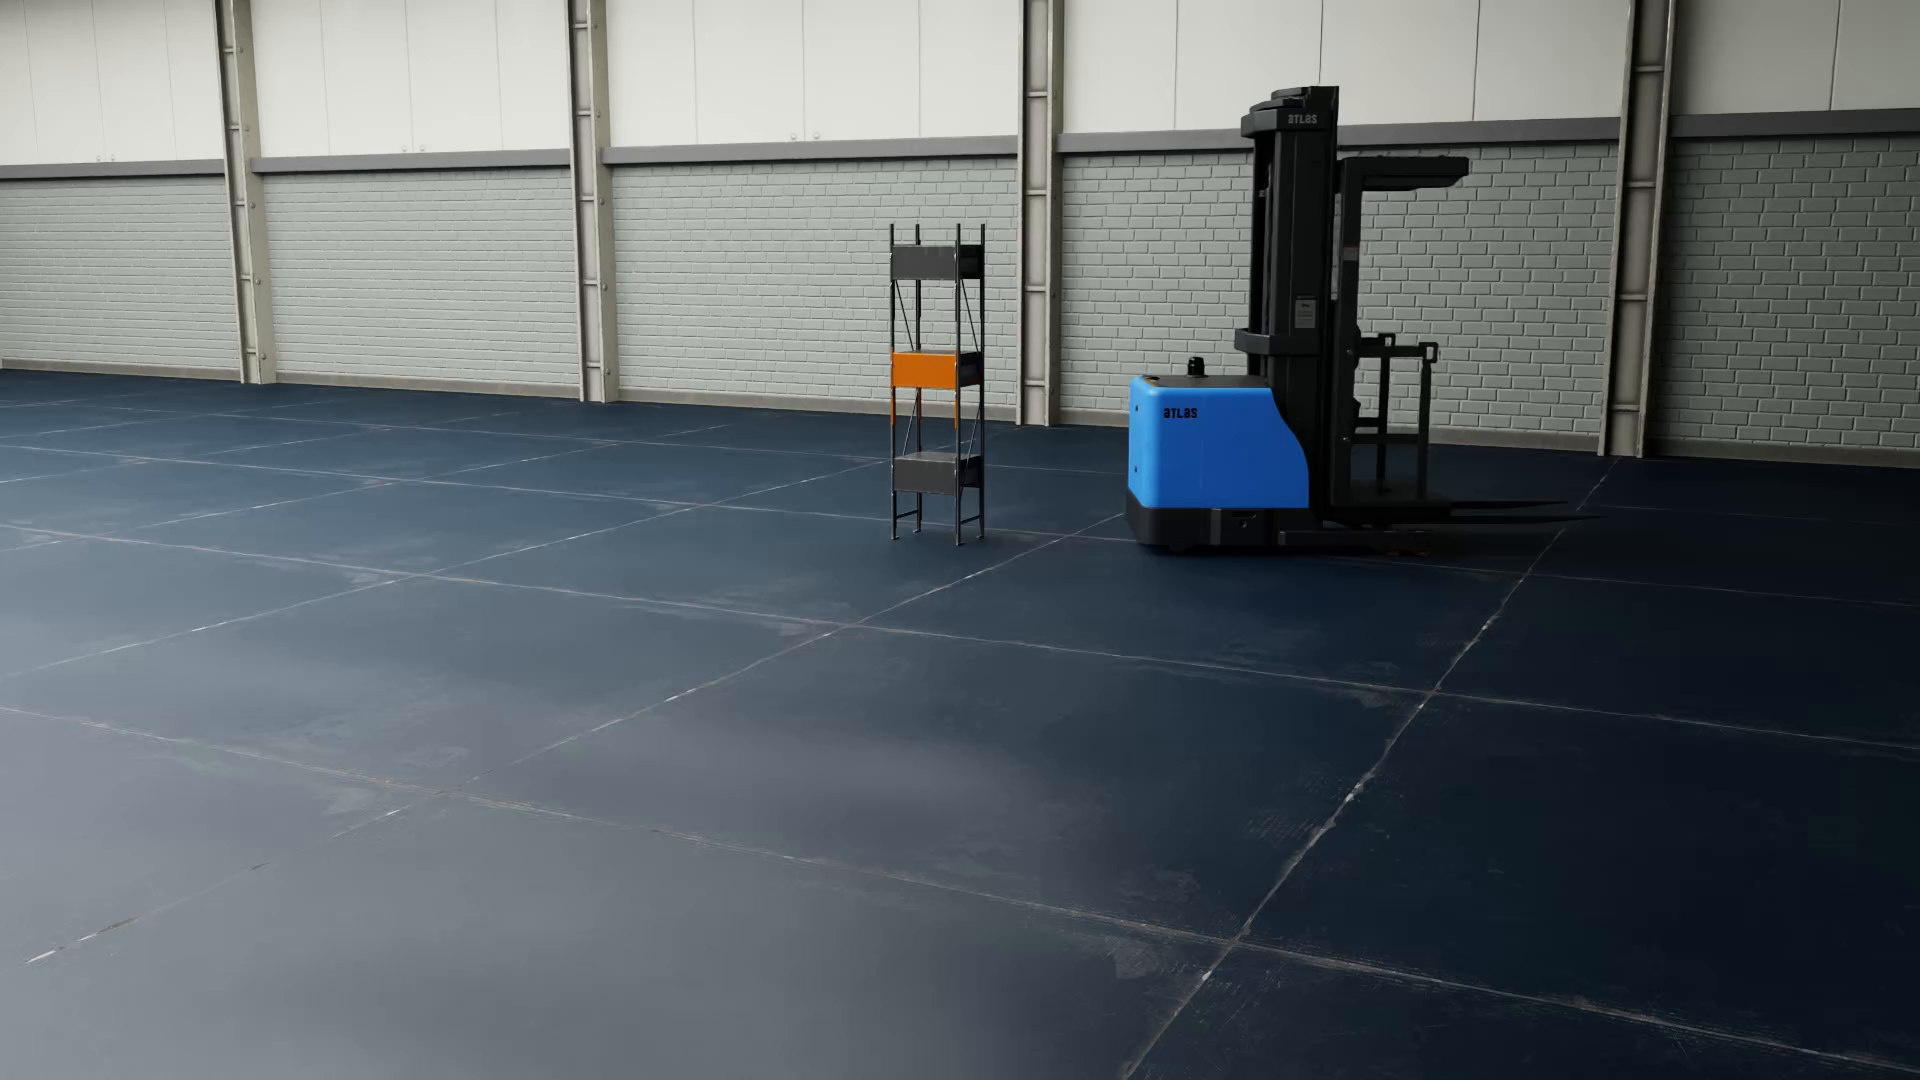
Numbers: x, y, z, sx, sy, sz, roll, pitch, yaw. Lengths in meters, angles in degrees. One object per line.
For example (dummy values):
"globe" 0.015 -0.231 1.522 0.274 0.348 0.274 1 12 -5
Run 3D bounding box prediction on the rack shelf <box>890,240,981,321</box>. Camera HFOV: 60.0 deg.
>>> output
"rack shelf" -0.148 -1.722 10.993 0.480 0.518 0.431 5 11 26

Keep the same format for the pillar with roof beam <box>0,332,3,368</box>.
"pillar with roof beam" -17.189 -6.437 21.526 0.400 9.000 9.100 5 11 26

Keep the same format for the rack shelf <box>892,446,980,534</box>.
"rack shelf" -0.148 -0.344 11.242 0.480 0.518 0.431 5 11 26

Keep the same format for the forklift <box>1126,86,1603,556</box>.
"forklift" 2.672 -1.433 10.919 3.031 2.935 1.130 0 10 -1

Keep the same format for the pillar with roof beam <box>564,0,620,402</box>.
"pillar with roof beam" -6.428 -5.491 16.301 0.400 9.000 9.100 5 11 26

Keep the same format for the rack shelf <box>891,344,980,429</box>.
"rack shelf" -0.148 -1.033 11.118 0.480 0.518 0.431 5 11 26

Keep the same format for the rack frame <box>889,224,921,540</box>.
"rack frame" -0.367 -1.065 11.222 0.015 2.100 0.400 5 11 26

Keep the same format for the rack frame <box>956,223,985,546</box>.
"rack frame" 0.070 -1.027 11.009 0.015 2.100 0.400 5 11 26

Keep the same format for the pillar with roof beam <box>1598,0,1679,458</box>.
"pillar with roof beam" 4.334 -4.545 11.077 0.400 9.000 9.100 5 11 26

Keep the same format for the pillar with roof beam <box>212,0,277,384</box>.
"pillar with roof beam" -11.809 -5.964 18.914 0.400 9.000 9.100 5 11 26

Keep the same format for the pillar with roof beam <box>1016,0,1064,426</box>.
"pillar with roof beam" -1.047 -5.018 13.689 0.400 9.000 9.100 5 11 26

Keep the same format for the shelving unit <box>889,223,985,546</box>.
"shelving unit" -0.148 -1.046 11.115 0.503 2.100 0.431 5 11 26
